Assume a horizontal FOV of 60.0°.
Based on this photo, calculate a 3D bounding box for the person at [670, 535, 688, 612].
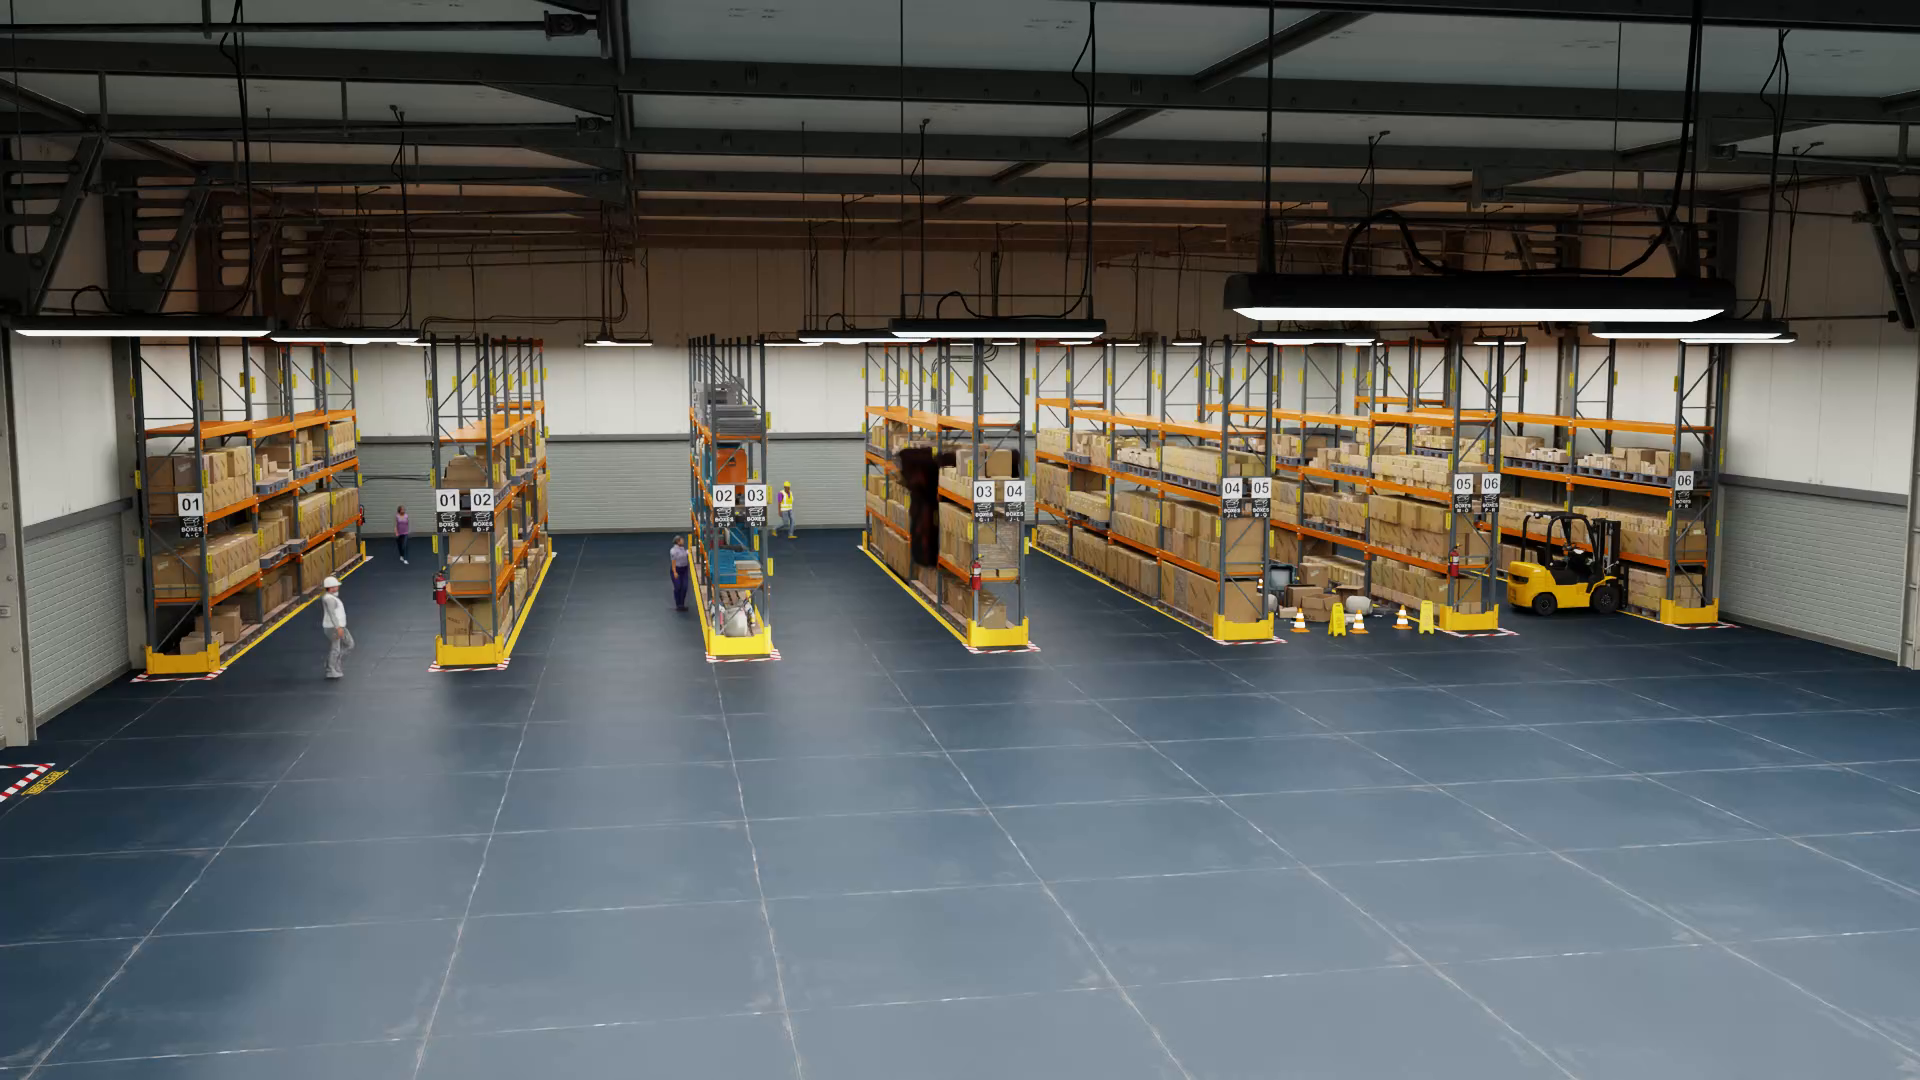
[{"bbox_3d":[-6.127,0.745,36.658,0.522,1.692,0.480,5,8,38],"label":"person"}]

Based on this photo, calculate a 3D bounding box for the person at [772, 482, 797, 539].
[{"bbox_3d":[-5.292,-0.905,50.275,0.748,1.734,0.639,3,7,26],"label":"person"}]

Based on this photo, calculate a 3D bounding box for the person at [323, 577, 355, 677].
[{"bbox_3d":[-10.875,1.519,28.959,0.484,1.769,0.530,0,7,0],"label":"person"}]

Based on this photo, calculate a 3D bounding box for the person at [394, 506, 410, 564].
[{"bbox_3d":[-14.952,-0.150,44.560,0.388,1.555,0.881,-1,7,-12],"label":"person"}]
